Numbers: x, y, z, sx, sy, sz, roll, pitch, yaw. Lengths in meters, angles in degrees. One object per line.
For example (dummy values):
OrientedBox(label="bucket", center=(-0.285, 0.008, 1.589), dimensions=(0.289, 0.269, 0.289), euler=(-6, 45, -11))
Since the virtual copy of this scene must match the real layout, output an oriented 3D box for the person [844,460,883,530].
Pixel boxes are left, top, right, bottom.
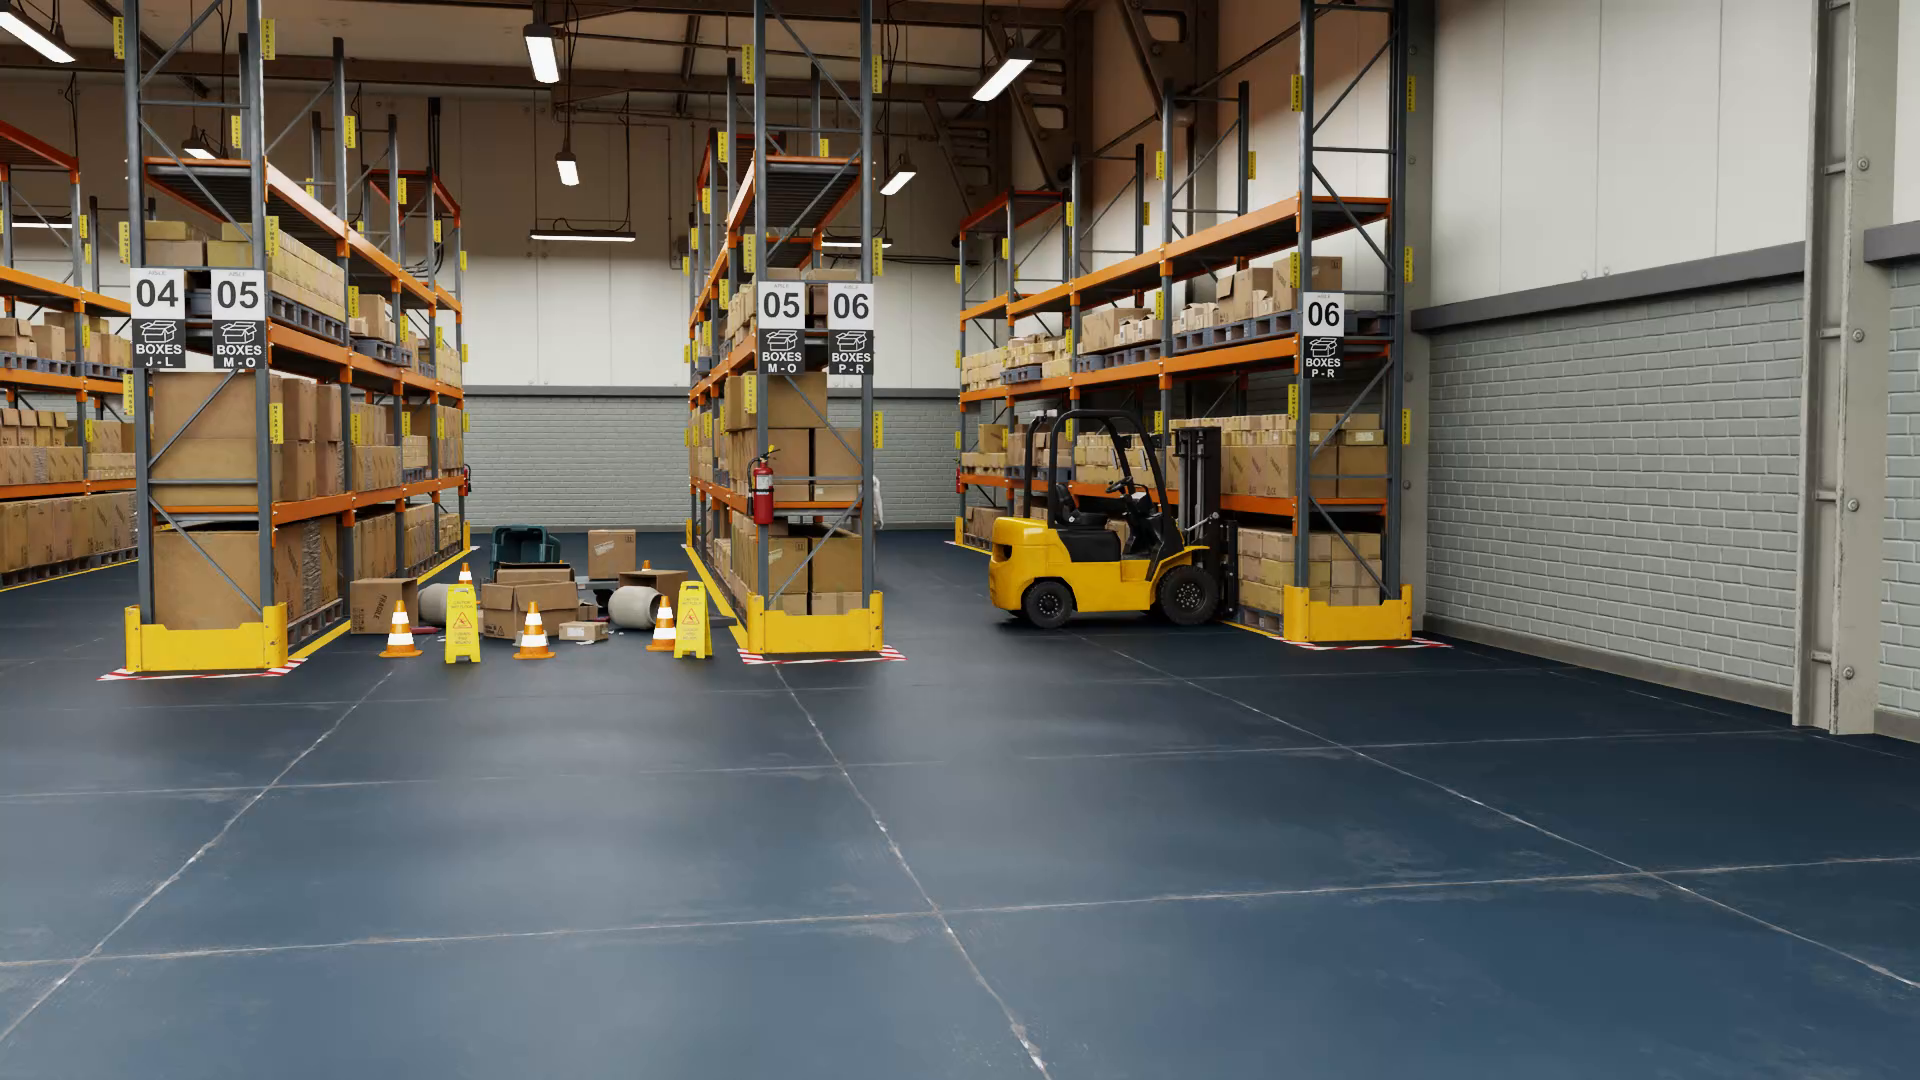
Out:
OrientedBox(label="person", center=(-1.345, -0.339, 22.865), dimensions=(0.496, 1.653, 0.880), euler=(-1, 3, -13))
